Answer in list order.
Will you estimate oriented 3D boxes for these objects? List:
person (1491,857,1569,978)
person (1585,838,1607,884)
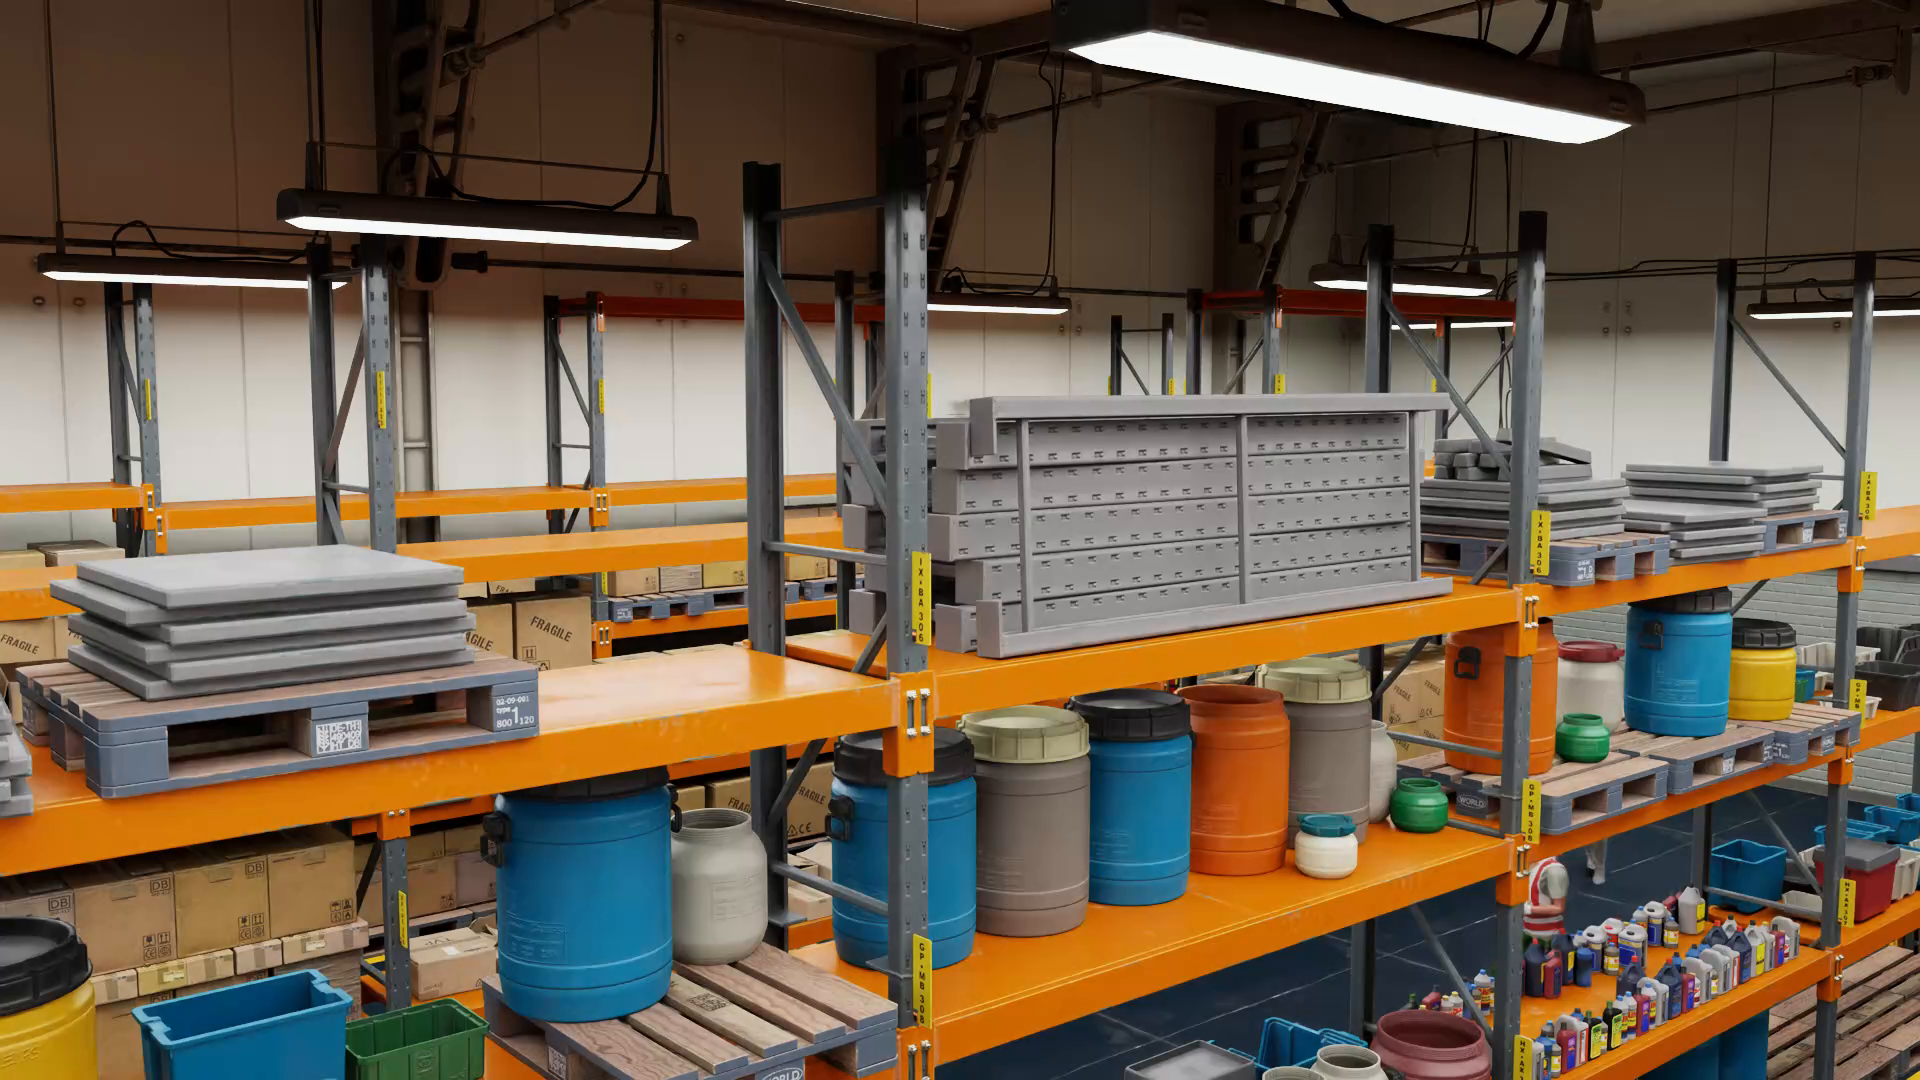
[{"bbox_3d":[4.444,3.029,12.829,0.709,1.771,0.615,-2,6,-24],"label":"person"},{"bbox_3d":[6.568,2.686,17.245,0.599,1.741,0.704,3,6,25],"label":"person"}]
